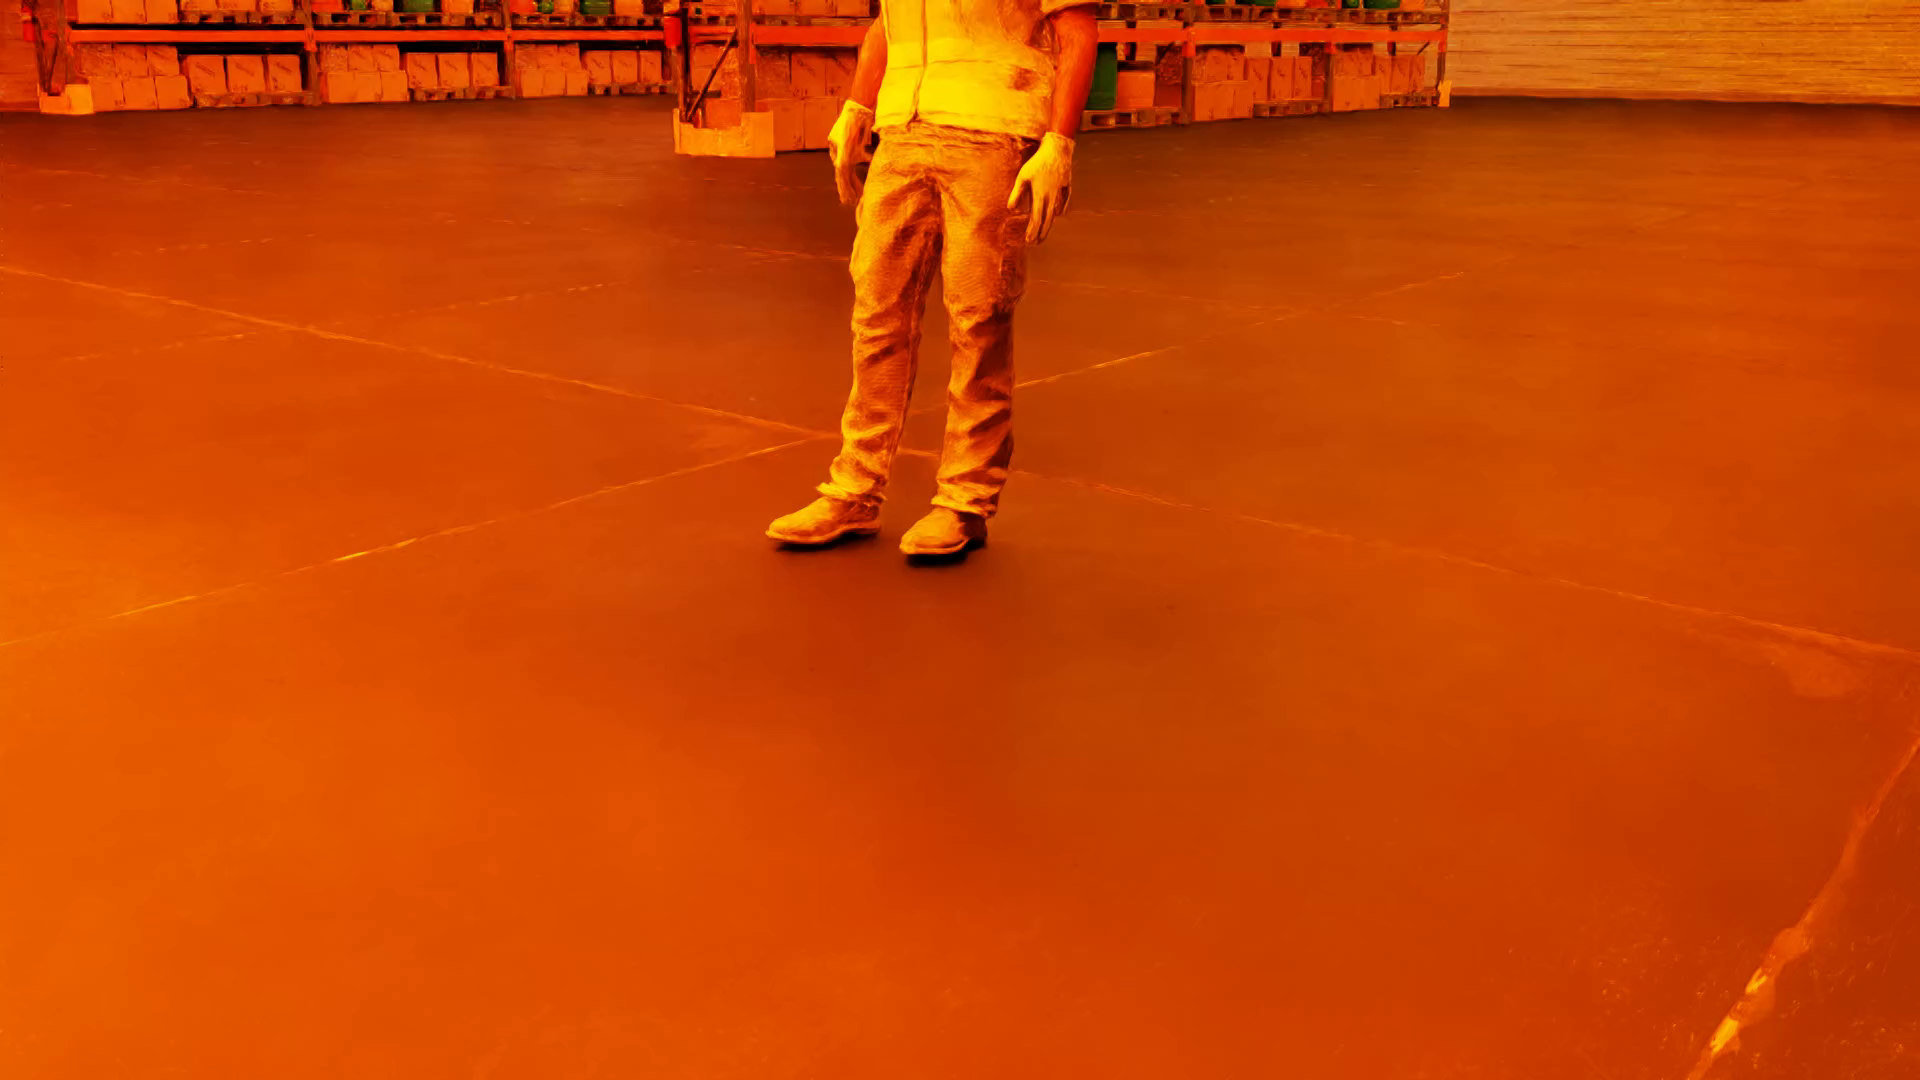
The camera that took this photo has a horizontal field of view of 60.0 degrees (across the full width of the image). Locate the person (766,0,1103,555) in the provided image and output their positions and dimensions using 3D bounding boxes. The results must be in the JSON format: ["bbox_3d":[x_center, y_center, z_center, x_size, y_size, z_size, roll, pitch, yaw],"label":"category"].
[{"bbox_3d":[-0.052,-0.845,3.633,0.655,1.782,0.576,13,21,37],"label":"person"}]
